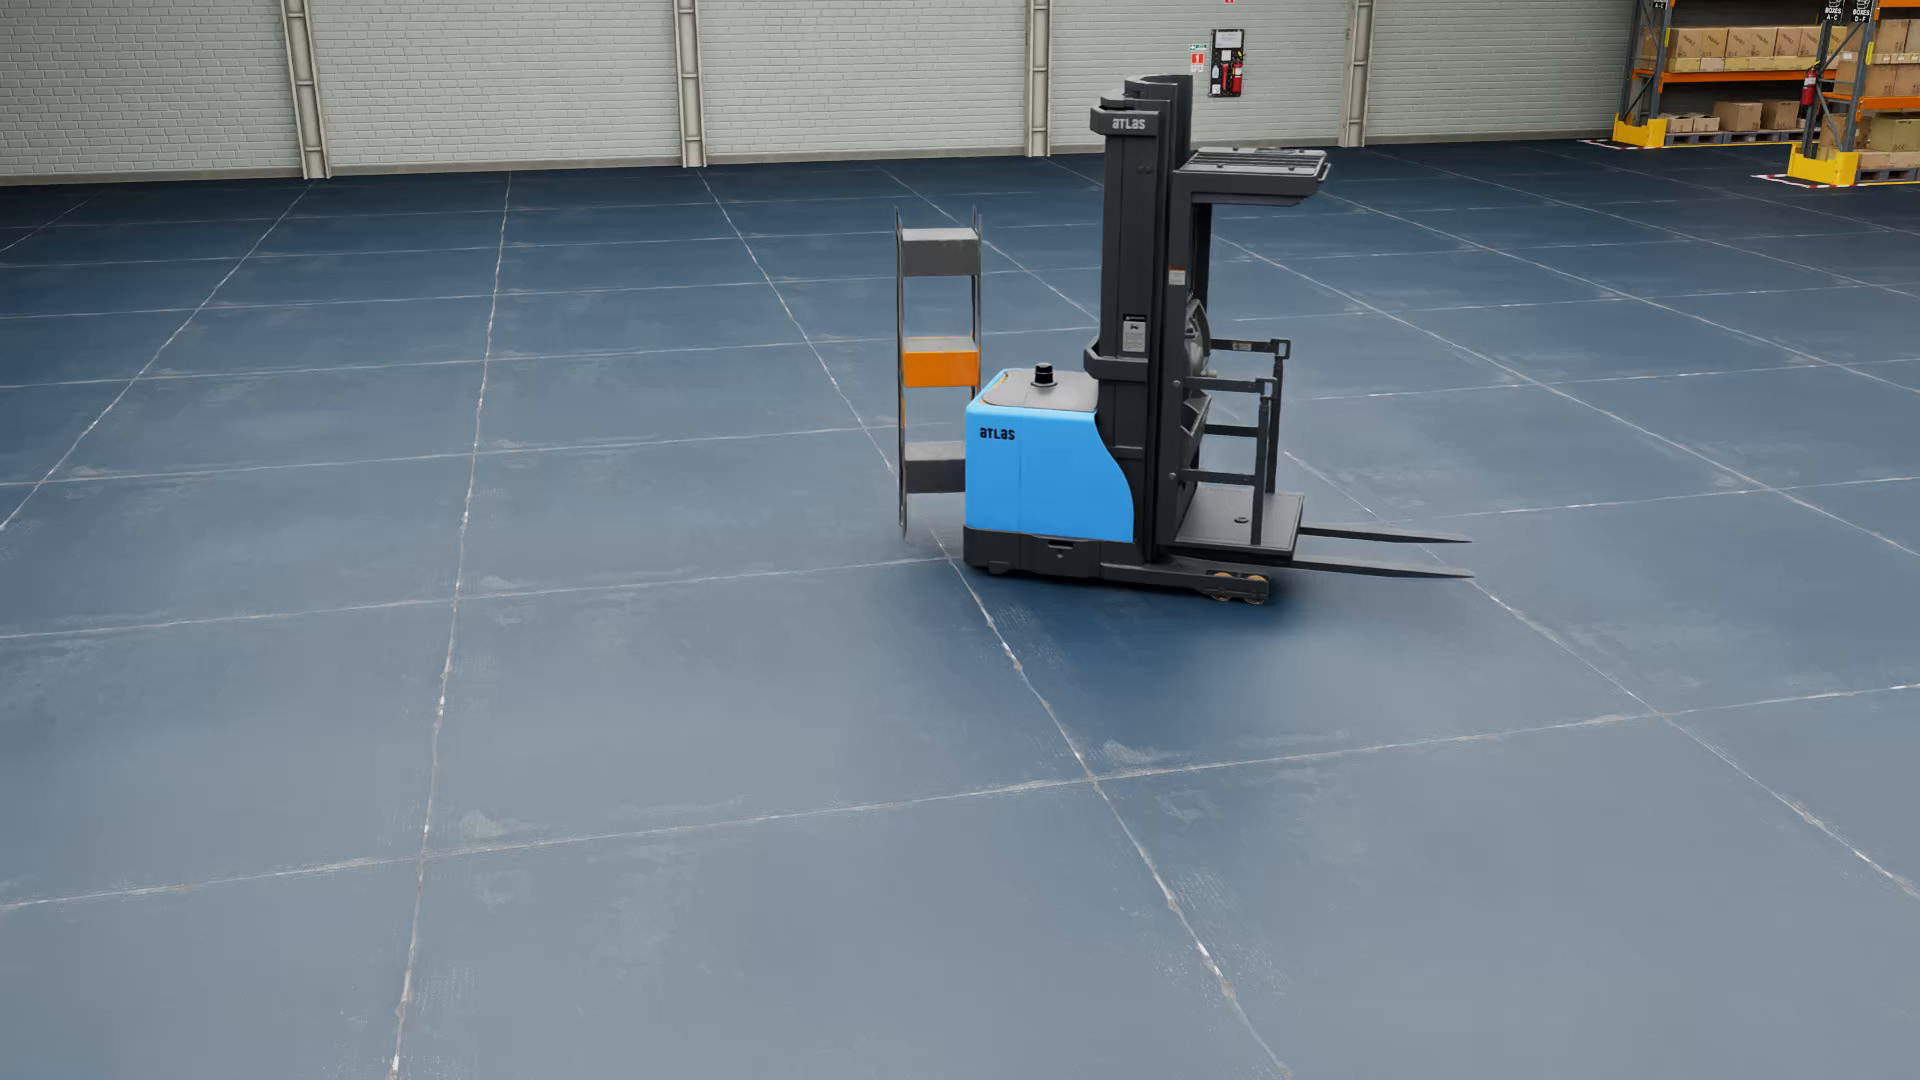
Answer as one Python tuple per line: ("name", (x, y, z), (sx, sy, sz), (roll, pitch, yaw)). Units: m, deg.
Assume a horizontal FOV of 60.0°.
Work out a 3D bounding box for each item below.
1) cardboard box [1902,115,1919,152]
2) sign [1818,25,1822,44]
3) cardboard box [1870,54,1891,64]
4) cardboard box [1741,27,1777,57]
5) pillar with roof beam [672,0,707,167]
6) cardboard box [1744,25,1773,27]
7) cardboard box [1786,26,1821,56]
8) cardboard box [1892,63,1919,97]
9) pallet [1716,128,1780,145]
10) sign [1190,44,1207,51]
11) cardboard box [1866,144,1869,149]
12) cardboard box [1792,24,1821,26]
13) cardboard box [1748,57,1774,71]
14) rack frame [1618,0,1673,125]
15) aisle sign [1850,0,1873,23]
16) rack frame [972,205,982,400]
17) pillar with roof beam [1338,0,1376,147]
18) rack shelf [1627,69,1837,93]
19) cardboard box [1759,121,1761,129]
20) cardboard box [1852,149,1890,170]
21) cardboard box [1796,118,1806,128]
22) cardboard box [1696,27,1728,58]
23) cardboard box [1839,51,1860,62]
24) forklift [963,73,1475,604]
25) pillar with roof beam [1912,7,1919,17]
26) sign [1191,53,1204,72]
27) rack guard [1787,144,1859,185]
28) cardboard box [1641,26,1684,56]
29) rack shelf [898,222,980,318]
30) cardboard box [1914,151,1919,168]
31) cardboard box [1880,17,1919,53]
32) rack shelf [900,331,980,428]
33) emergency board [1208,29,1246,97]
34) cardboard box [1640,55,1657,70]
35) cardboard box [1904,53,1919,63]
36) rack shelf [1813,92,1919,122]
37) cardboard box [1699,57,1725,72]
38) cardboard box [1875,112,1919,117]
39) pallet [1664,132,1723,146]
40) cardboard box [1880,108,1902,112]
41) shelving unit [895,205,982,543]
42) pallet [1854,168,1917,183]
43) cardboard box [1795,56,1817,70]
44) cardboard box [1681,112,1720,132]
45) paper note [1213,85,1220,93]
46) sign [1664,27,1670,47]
("cardboard box", (15.239, -6.447, 26.349), (0.500, 0.500, 0.500), (-5, 21, -12))
("sign", (13.585, -7.974, 26.194), (0.005, 0.325, 0.100), (-5, 21, -12))
("cardboard box", (14.128, -7.447, 25.694), (0.250, 0.149, 0.380), (-5, 21, -13))
("cardboard box", (14.573, -9.142, 30.509), (0.500, 0.500, 0.500), (-4, 20, -11))
("pillar with roof beam", (-3.492, -9.090, 22.548), (0.400, 9.000, 9.100), (-5, 21, -12))
("cardboard box", (14.949, -9.357, 31.097), (0.500, 0.500, 0.500), (-4, 21, -11))
("cardboard box", (15.572, -9.220, 30.721), (0.500, 0.500, 0.500), (-5, 21, -13))
("cardboard box", (14.663, -7.259, 26.125), (0.500, 0.500, 0.700), (-4, 21, -11))
("pallet", (14.610, -7.639, 31.361), (1.213, 0.211, 1.003), (-5, 21, -12))
("sign", (4.227, -8.735, 29.477), (0.331, 0.109, 0.001), (-5, 21, -12))
("cardboard box", (14.634, -6.227, 26.841), (0.500, 0.250, 0.500), (-5, 21, -12))
("cardboard box", (15.940, -9.435, 31.308), (0.500, 0.500, 0.500), (-5, 21, -14))
("cardboard box", (14.592, -8.789, 30.636), (0.500, 0.250, 0.500), (-4, 21, -12))
("rack frame", (12.553, -8.794, 30.461), (0.127, 3.000, 1.000), (-5, 21, -12))
("aisle sign", (13.703, -8.249, 25.194), (0.004, 0.787, 0.394), (-5, 21, -12))
("rack frame", (0.108, -1.050, 10.629), (0.015, 2.100, 0.400), (-2, 20, -5))
("pillar with roof beam", (8.186, -10.040, 25.140), (0.400, 9.000, 9.100), (-5, 21, -12))
("rack shelf", (14.499, -8.615, 31.017), (4.000, 0.370, 1.077), (-5, 21, -12))
("cardboard box", (14.884, -7.859, 31.413), (0.250, 0.149, 0.380), (-6, 21, -17))
("cardboard box", (14.269, -6.010, 26.248), (0.500, 0.250, 0.500), (-5, 21, -12))
("cardboard box", (15.932, -7.935, 31.594), (0.250, 0.166, 0.380), (-7, 21, -20))
("cardboard box", (13.570, -9.058, 30.280), (0.500, 0.500, 0.500), (-5, 21, -12))
("cardboard box", (14.024, -7.582, 26.063), (0.250, 0.149, 0.380), (-5, 21, -13))
("forklift", (1.594, -1.201, 9.832), (3.031, 2.935, 1.130), (5, 21, 14))
("pillar with roof beam", (19.864, -10.990, 27.733), (0.400, 9.000, 9.100), (-5, 21, -12))
("sign", (4.220, -8.489, 29.576), (0.234, 0.329, 0.001), (-5, 21, -12))
("rack guard", (13.673, -5.961, 26.360), (0.348, 0.500, 1.175), (-5, 21, -12))
("cardboard box", (12.962, -9.194, 30.650), (0.500, 0.500, 0.500), (-5, 21, -13))
("rack shelf", (-0.135, -1.687, 10.371), (0.480, 0.518, 0.431), (-2, 20, -5))
("cardboard box", (15.242, -6.091, 26.467), (0.500, 0.250, 0.500), (-5, 21, -12))
("cardboard box", (14.715, -7.873, 25.914), (0.500, 0.500, 0.700), (-5, 21, -14))
("rack shelf", (-0.135, -1.029, 10.612), (0.480, 0.518, 0.431), (-2, 20, -5))
("emergency board", (4.782, -8.481, 29.607), (0.643, 1.169, 0.194), (-5, 21, -12))
("cardboard box", (12.963, -8.835, 30.761), (0.500, 0.250, 0.500), (-4, 21, -12))
("cardboard box", (14.627, -7.488, 25.806), (0.250, 0.149, 0.380), (-5, 21, -12))
("rack shelf", (15.642, -6.957, 26.491), (4.000, 0.370, 1.077), (-5, 21, -12))
("cardboard box", (13.603, -8.711, 30.424), (0.500, 0.250, 0.500), (-5, 21, -14))
("cardboard box", (15.119, -6.621, 26.824), (0.500, 0.500, 0.500), (-5, 21, -12))
("pallet", (13.425, -7.543, 31.100), (1.213, 0.211, 1.003), (-5, 21, -12))
("cardboard box", (17.649, -8.265, 32.011), (0.500, 0.500, 0.700), (-5, 21, -14))
("shelving unit", (-0.135, -1.042, 10.607), (0.503, 2.100, 0.431), (-2, 20, -5))
("pallet", (14.431, -5.902, 26.618), (1.213, 0.211, 1.003), (-5, 21, -12))
("cardboard box", (15.567, -8.874, 30.868), (0.500, 0.250, 0.500), (-5, 21, -12))
("cardboard box", (13.801, -7.808, 31.038), (0.500, 0.311, 0.500), (-3, 20, -8))
("paper note", (4.594, -8.077, 29.783), (0.142, 0.148, 0.016), (-5, 21, -12))
("sign", (12.678, -9.019, 29.816), (0.005, 0.325, 0.100), (-5, 21, -12))
